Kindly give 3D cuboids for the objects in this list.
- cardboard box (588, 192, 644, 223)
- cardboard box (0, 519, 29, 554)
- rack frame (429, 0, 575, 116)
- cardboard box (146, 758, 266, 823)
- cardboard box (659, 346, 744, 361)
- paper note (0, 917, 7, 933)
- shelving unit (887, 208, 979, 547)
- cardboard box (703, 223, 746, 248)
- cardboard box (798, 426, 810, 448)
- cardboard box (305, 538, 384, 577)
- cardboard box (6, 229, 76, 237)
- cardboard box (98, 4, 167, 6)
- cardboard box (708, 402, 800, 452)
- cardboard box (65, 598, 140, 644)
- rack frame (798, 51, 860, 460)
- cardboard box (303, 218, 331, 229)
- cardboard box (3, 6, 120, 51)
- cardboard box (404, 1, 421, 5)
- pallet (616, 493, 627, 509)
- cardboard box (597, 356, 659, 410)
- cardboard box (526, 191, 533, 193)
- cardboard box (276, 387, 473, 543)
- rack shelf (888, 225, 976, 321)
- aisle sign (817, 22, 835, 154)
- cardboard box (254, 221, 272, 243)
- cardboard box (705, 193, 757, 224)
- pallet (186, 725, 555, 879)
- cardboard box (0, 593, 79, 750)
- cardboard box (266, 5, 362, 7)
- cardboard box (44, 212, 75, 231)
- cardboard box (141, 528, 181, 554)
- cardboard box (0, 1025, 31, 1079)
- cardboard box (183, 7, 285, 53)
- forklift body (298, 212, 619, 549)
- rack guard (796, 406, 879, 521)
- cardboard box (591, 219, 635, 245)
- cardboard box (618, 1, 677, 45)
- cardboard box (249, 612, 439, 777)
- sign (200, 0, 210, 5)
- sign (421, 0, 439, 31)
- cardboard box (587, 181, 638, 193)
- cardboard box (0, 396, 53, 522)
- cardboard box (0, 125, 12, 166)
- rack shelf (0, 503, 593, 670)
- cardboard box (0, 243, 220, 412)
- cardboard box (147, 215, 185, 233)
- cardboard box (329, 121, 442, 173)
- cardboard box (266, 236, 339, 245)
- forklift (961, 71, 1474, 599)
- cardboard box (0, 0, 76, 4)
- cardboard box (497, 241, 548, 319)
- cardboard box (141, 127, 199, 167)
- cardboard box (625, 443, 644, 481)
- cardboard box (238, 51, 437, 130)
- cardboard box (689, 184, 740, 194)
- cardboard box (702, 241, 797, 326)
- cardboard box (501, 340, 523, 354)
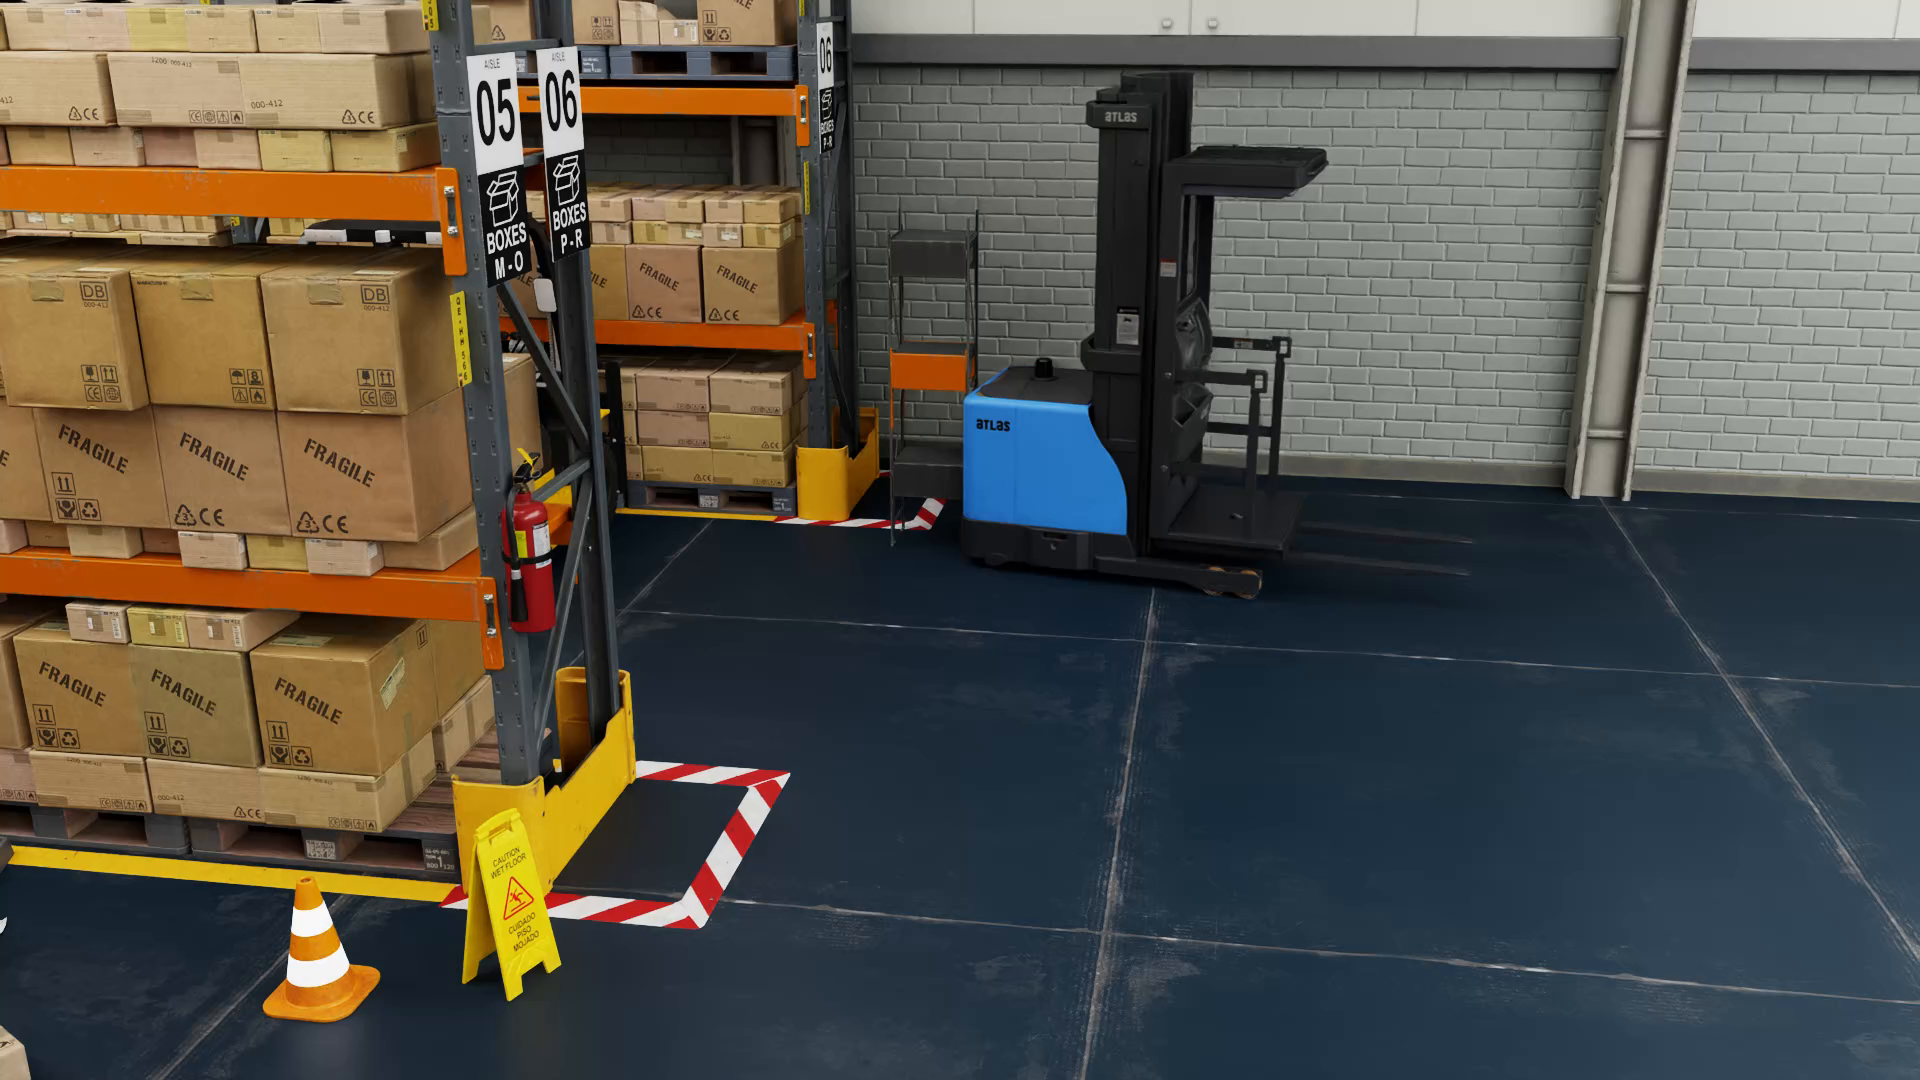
[{"bbox_3d":[-2.276,-2.207,11.024,0.250,0.149,0.380,3,19,10],"label":"cardboard box"},{"bbox_3d":[-3.827,-0.077,6.702,0.250,0.149,0.380,3,19,8],"label":"cardboard box"},{"bbox_3d":[-1.653,-3.027,5.669,0.127,3.000,1.000,3,19,9],"label":"rack frame"},{"bbox_3d":[-3.004,0.937,6.946,0.500,0.250,0.500,3,19,9],"label":"cardboard box"},{"bbox_3d":[-1.807,-1.215,11.801,0.500,0.250,0.500,3,19,9],"label":"cardboard box"},{"bbox_3d":[-3.719,1.485,6.317,0.148,0.019,0.142,-3,19,-10],"label":"paper note"},{"bbox_3d":[-0.163,-1.004,10.495,0.503,2.100,0.431,3,19,9],"label":"shelving unit"},{"bbox_3d":[-1.513,-2.026,10.951,0.250,0.149,0.380,3,19,10],"label":"cardboard box"},{"bbox_3d":[-1.323,-0.719,11.896,0.500,0.250,0.500,3,19,9],"label":"cardboard box"},{"bbox_3d":[-2.323,0.007,6.451,0.250,0.149,0.380,3,19,8],"label":"cardboard box"},{"bbox_3d":[-6.357,-2.101,11.803,0.500,0.250,0.500,3,19,10],"label":"cardboard box"},{"bbox_3d":[-3.200,-2.043,6.592,0.250,0.149,0.380,3,19,10],"label":"cardboard box"},{"bbox_3d":[-1.399,-0.797,11.340,0.500,0.250,0.500,3,19,8],"label":"cardboard box"},{"bbox_3d":[-3.366,0.276,6.719,0.250,0.149,0.380,4,19,11],"label":"cardboard box"},{"bbox_3d":[-0.869,-1.738,11.269,0.127,3.000,1.000,3,19,9],"label":"rack frame"},{"bbox_3d":[-4.289,-2.183,11.420,0.250,0.149,0.380,3,19,10],"label":"cardboard box"},{"bbox_3d":[-3.274,-1.885,6.123,0.250,0.149,0.380,2,19,7],"label":"cardboard box"},{"bbox_3d":[-3.401,-3.374,10.826,0.258,0.266,0.396,2,19,7],"label":"cardboard box"},{"bbox_3d":[-2.832,-0.503,11.973,1.213,0.211,1.003,3,19,9],"label":"pallet"},{"bbox_3d":[-2.378,-1.079,11.395,0.500,0.250,0.500,3,19,9],"label":"cardboard box"},{"bbox_3d":[-3.017,-2.279,11.239,0.250,0.149,0.380,3,19,9],"label":"cardboard box"},{"bbox_3d":[-2.232,-0.312,6.382,0.500,0.500,0.500,3,19,8],"label":"cardboard box"},{"bbox_3d":[-0.163,-1.655,10.277,0.480,0.518,0.431,3,19,9],"label":"rack shelf"},{"bbox_3d":[-0.851,-2.875,10.572,0.004,0.787,0.394,3,19,9],"label":"aisle sign"},{"bbox_3d":[-5.279,-2.211,12.132,0.500,0.250,0.500,3,19,8],"label":"cardboard box"},{"bbox_3d":[-1.504,-2.188,10.968,0.250,0.149,0.380,3,19,9],"label":"cardboard box"},{"bbox_3d":[-2.524,1.084,7.230,1.213,0.211,1.003,3,19,9],"label":"pallet"},{"bbox_3d":[-4.020,0.530,6.983,0.500,0.500,0.500,4,19,12],"label":"cardboard box"},{"bbox_3d":[-2.459,-1.985,6.421,0.250,0.149,0.380,3,19,9],"label":"cardboard box"},{"bbox_3d":[-6.211,-2.282,11.717,0.250,0.149,0.380,2,19,7],"label":"cardboard box"},{"bbox_3d":[-3.063,-0.073,6.690,0.250,0.149,0.380,3,19,9],"label":"cardboard box"},{"bbox_3d":[-3.266,1.736,5.379,0.250,0.149,0.380,14,23,37],"label":"cardboard box"},{"bbox_3d":[-2.537,-1.821,5.929,0.250,0.149,0.380,3,19,8],"label":"cardboard box"},{"bbox_3d":[-3.031,-0.859,9.981,1.214,2.155,2.313,3,19,9],"label":"forklift body"},{"bbox_3d":[-0.845,-0.551,11.662,0.348,0.500,1.175,3,19,9],"label":"rack guard"},{"bbox_3d":[-2.273,-2.073,11.091,0.250,0.149,0.380,2,19,7],"label":"cardboard box"},{"bbox_3d":[-1.986,-3.302,10.610,0.258,0.266,0.396,3,19,9],"label":"cardboard box"},{"bbox_3d":[-2.485,0.608,6.748,0.500,0.500,0.500,3,19,9],"label":"cardboard box"},{"bbox_3d":[-4.895,-3.585,10.753,0.005,0.325,0.100,3,19,9],"label":"sign"},{"bbox_3d":[-1.760,-1.852,5.488,0.005,0.325,0.100,3,19,9],"label":"sign"},{"bbox_3d":[-2.432,-2.417,11.650,0.250,0.149,0.380,2,19,7],"label":"cardboard box"},{"bbox_3d":[-3.717,-0.396,6.634,0.500,0.500,0.500,3,19,9],"label":"cardboard box"},{"bbox_3d":[-3.573,-1.479,6.166,0.250,0.149,0.380,3,19,8],"label":"cardboard box"},{"bbox_3d":[-3.627,0.058,7.036,4.000,0.370,1.077,3,19,9],"label":"rack shelf"},{"bbox_3d":[-3.210,-0.824,6.335,0.500,0.500,0.700,3,19,8],"label":"cardboard box"},{"bbox_3d":[-5.449,-2.249,11.617,0.250,0.149,0.380,3,19,8],"label":"cardboard box"},{"bbox_3d":[-2.049,-1.416,5.977,0.250,0.149,0.380,3,19,9],"label":"cardboard box"},{"bbox_3d":[-4.422,-1.882,11.544,0.500,0.500,0.500,2,19,7],"label":"cardboard box"},{"bbox_3d":[1.579,-1.232,9.867,3.031,2.935,1.130,6,19,17],"label":"forklift"},{"bbox_3d":[-6.329,-3.564,11.323,0.500,0.311,0.500,2,19,7],"label":"cardboard box"},{"bbox_3d":[-2.911,-1.804,11.310,0.500,0.500,0.500,3,19,9],"label":"cardboard box"},{"bbox_3d":[-2.797,-1.476,6.156,0.250,0.149,0.380,3,19,9],"label":"cardboard box"},{"bbox_3d":[-2.365,-0.614,11.581,0.500,0.250,0.500,3,19,9],"label":"cardboard box"},{"bbox_3d":[-2.201,-1.616,5.946,0.500,0.250,0.500,3,19,8],"label":"cardboard box"},{"bbox_3d":[-1.683,-2.350,11.451,0.250,0.149,0.380,3,19,10],"label":"cardboard box"},{"bbox_3d":[-1.396,-1.728,11.081,0.500,0.500,0.500,3,19,7],"label":"cardboard box"},{"bbox_3d":[-3.302,-1.294,12.038,0.500,0.250,0.500,3,19,9],"label":"cardboard box"}]
